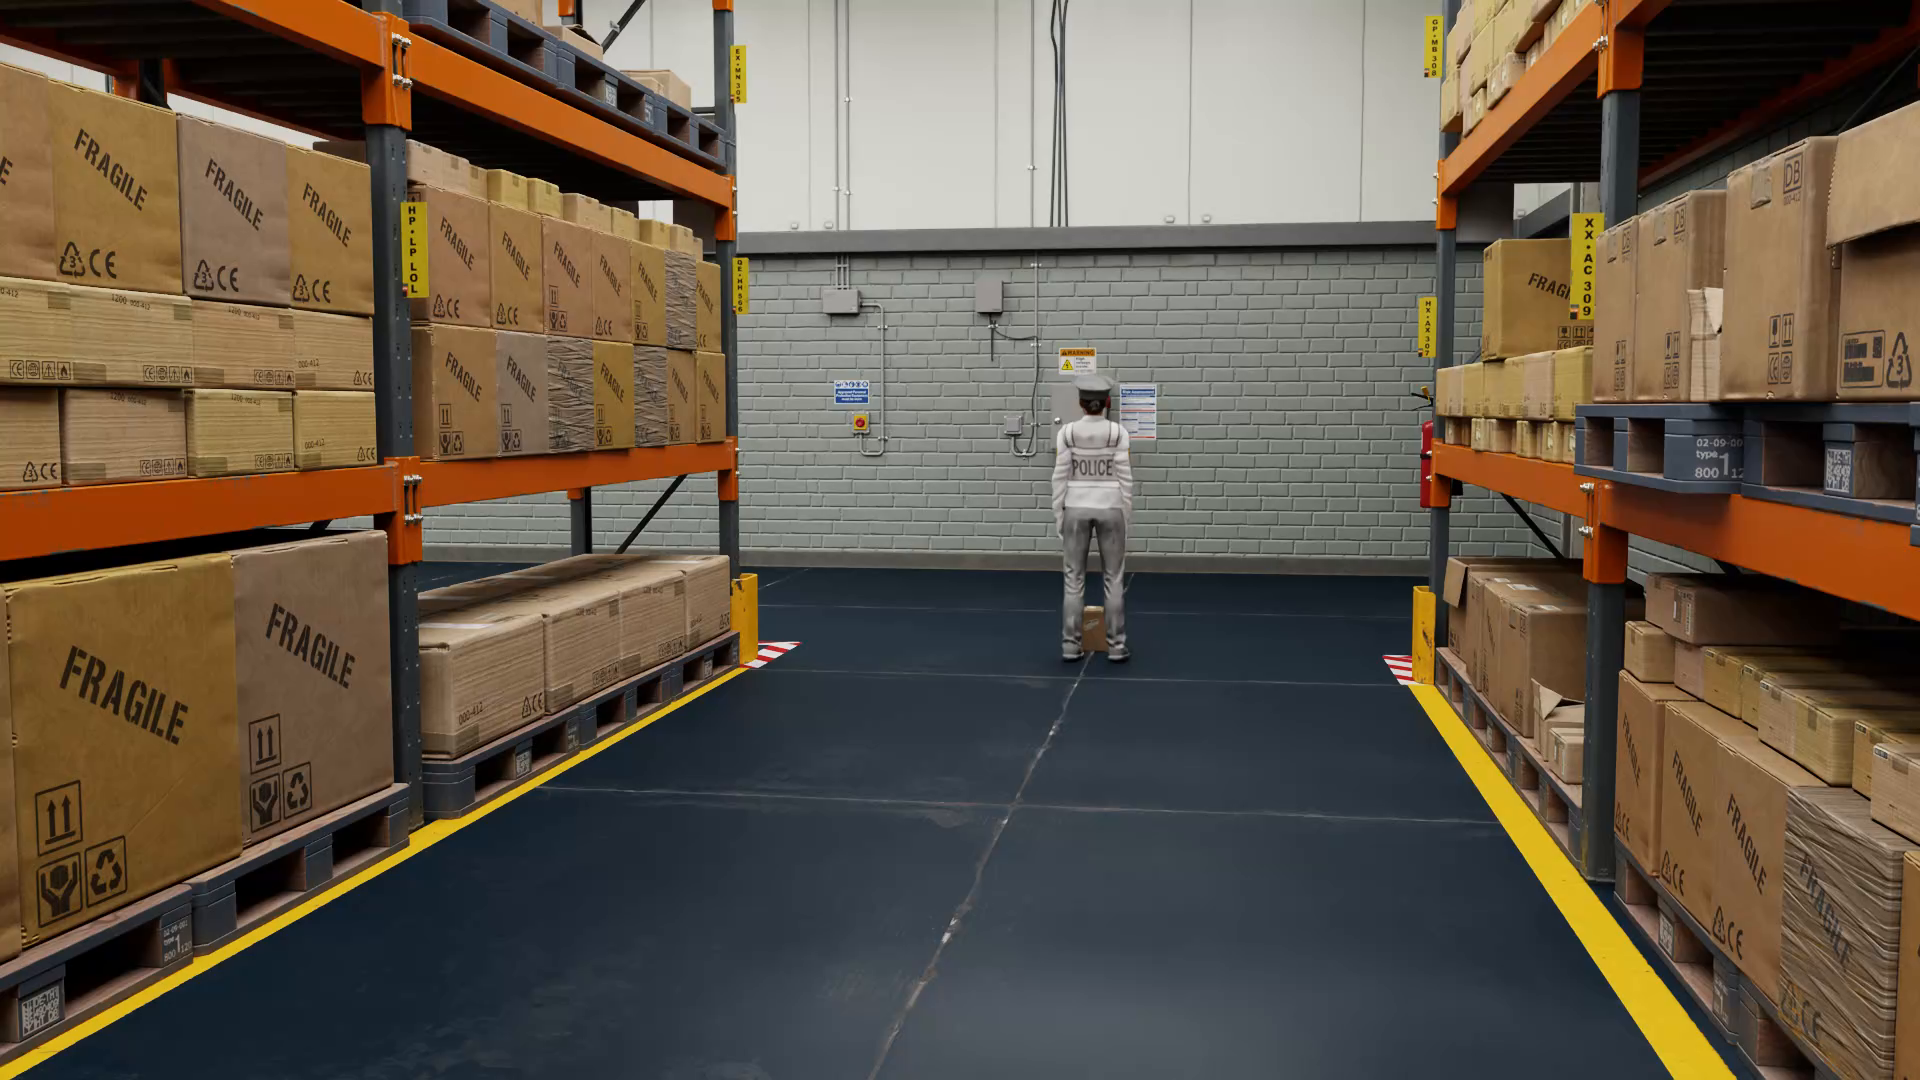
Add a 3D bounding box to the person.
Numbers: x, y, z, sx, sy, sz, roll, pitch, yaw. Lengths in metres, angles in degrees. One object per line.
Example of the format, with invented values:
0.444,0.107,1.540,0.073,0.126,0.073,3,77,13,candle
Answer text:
0.779,-0.138,9.805,0.479,1.687,0.345,1,5,9,person
